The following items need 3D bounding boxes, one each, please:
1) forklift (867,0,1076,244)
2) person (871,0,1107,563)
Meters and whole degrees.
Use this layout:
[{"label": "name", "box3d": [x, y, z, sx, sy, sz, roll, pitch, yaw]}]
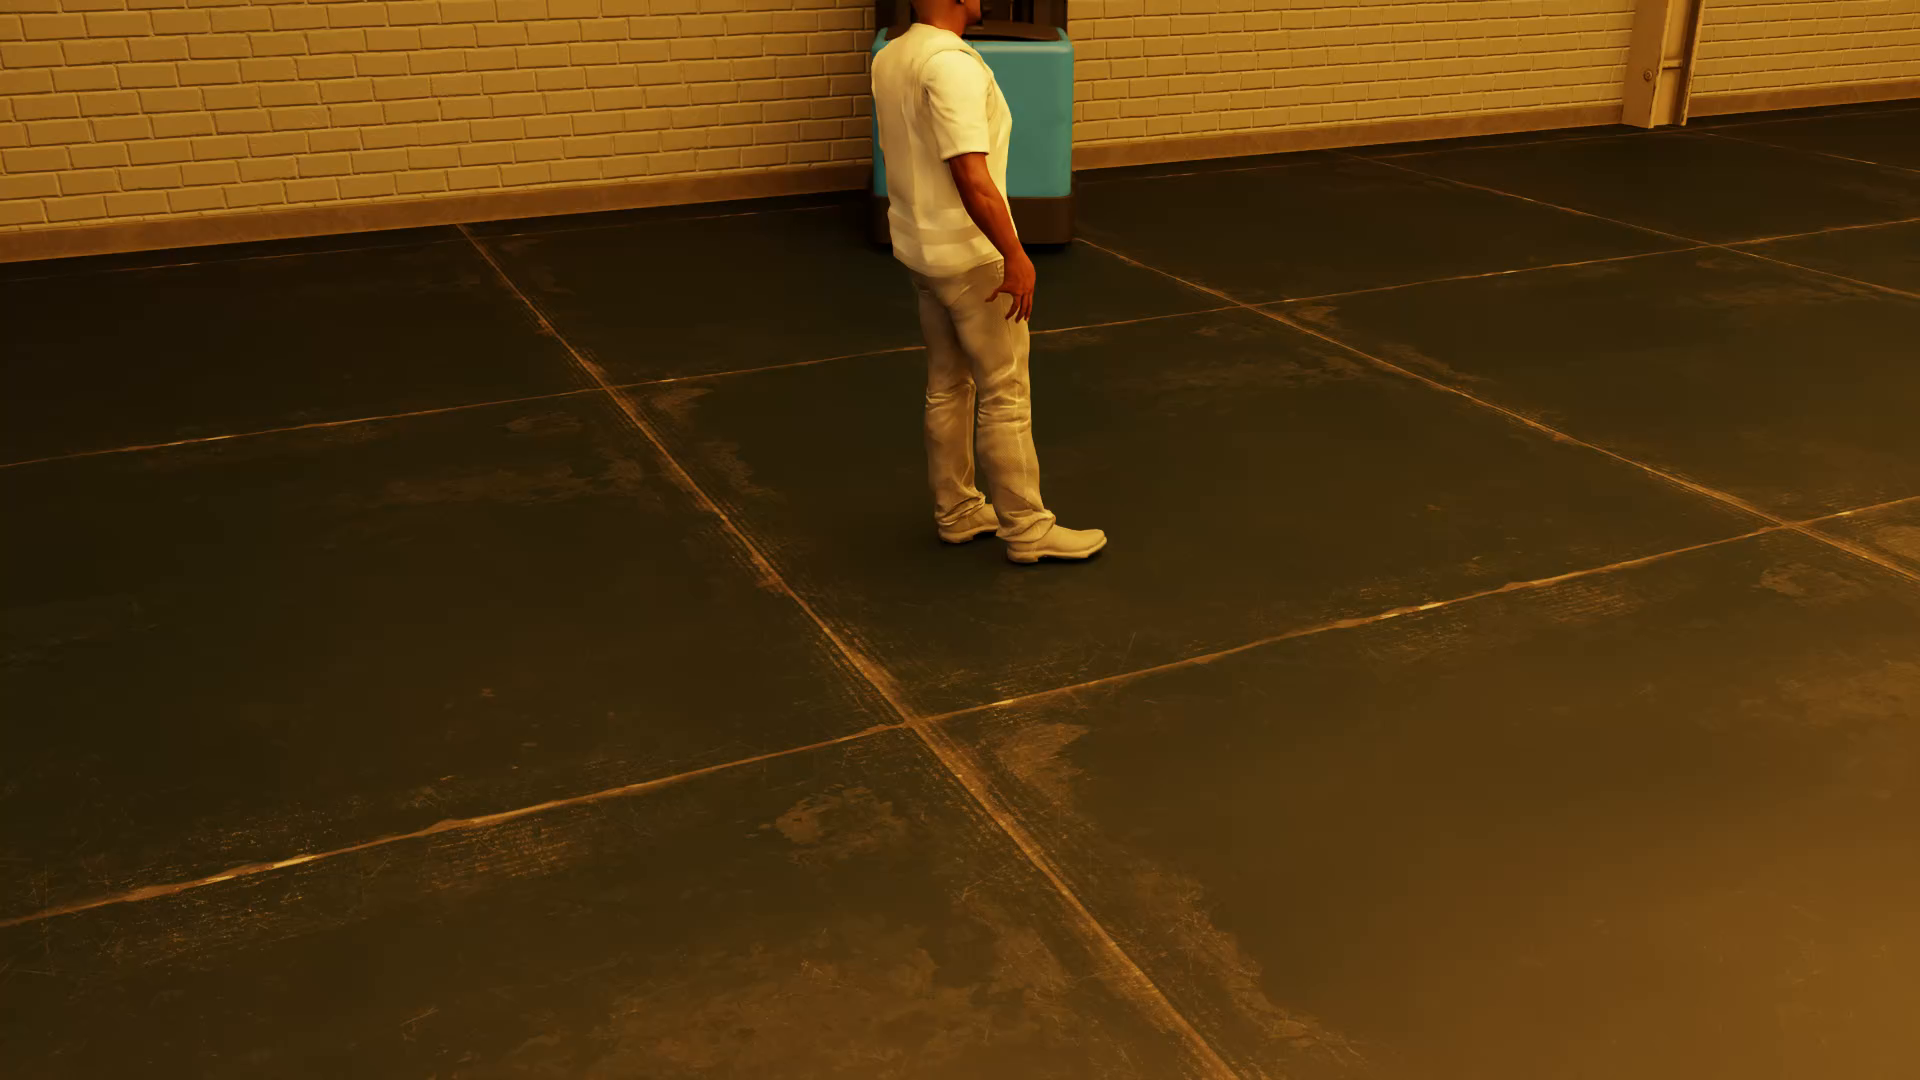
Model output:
[{"label": "forklift", "box3d": [0.064, -3.400, 9.471, 1.130, 2.935, 3.031, 0, 23, 0]}, {"label": "person", "box3d": [0.066, -0.832, 4.788, 0.575, 1.768, 0.665, -10, 25, -23]}]
